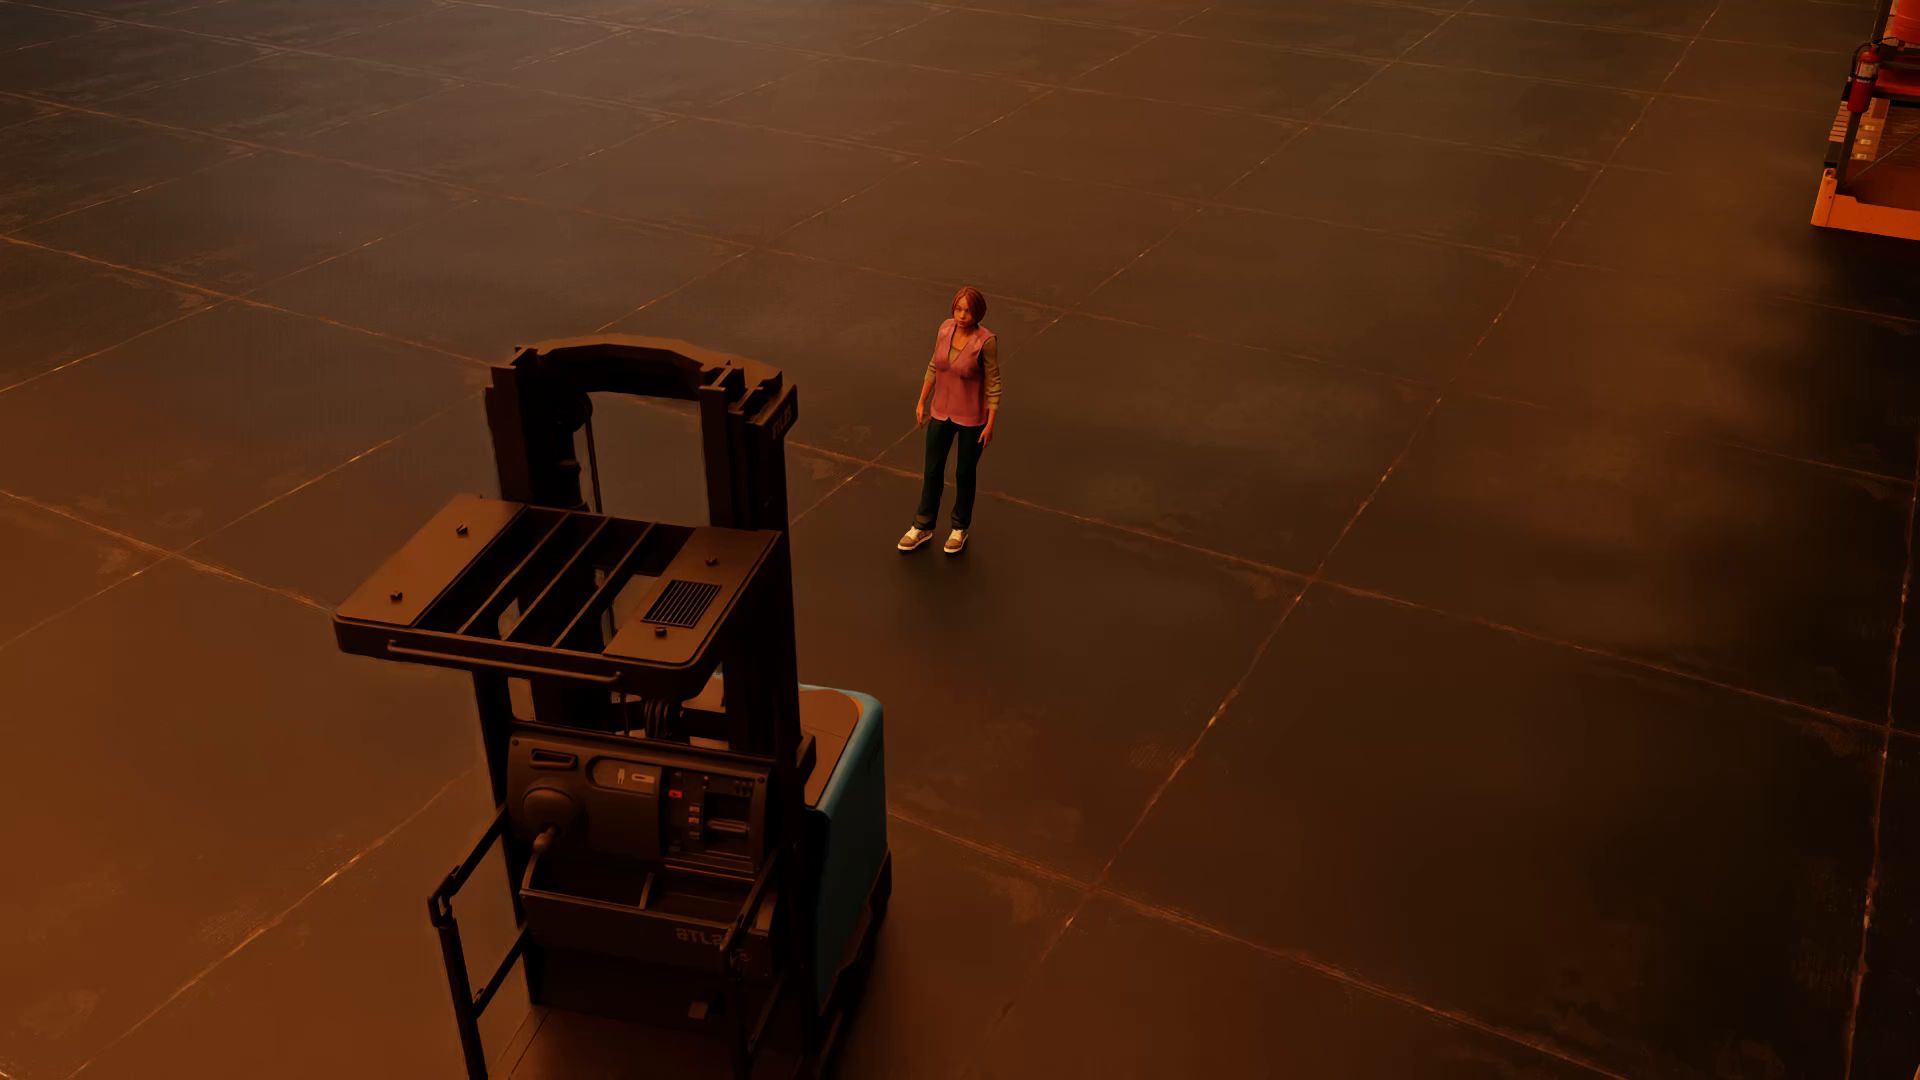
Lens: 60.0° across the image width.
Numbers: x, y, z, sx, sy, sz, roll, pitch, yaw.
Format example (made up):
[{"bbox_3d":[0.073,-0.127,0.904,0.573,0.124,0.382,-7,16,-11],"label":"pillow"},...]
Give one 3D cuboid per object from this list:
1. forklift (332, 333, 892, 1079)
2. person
[{"bbox_3d":[-1.138,0.948,5.428,1.130,2.935,3.031,7,31,12],"label":"forklift"},{"bbox_3d":[-0.048,-0.669,9.550,0.520,1.597,0.476,15,33,25],"label":"person"}]
